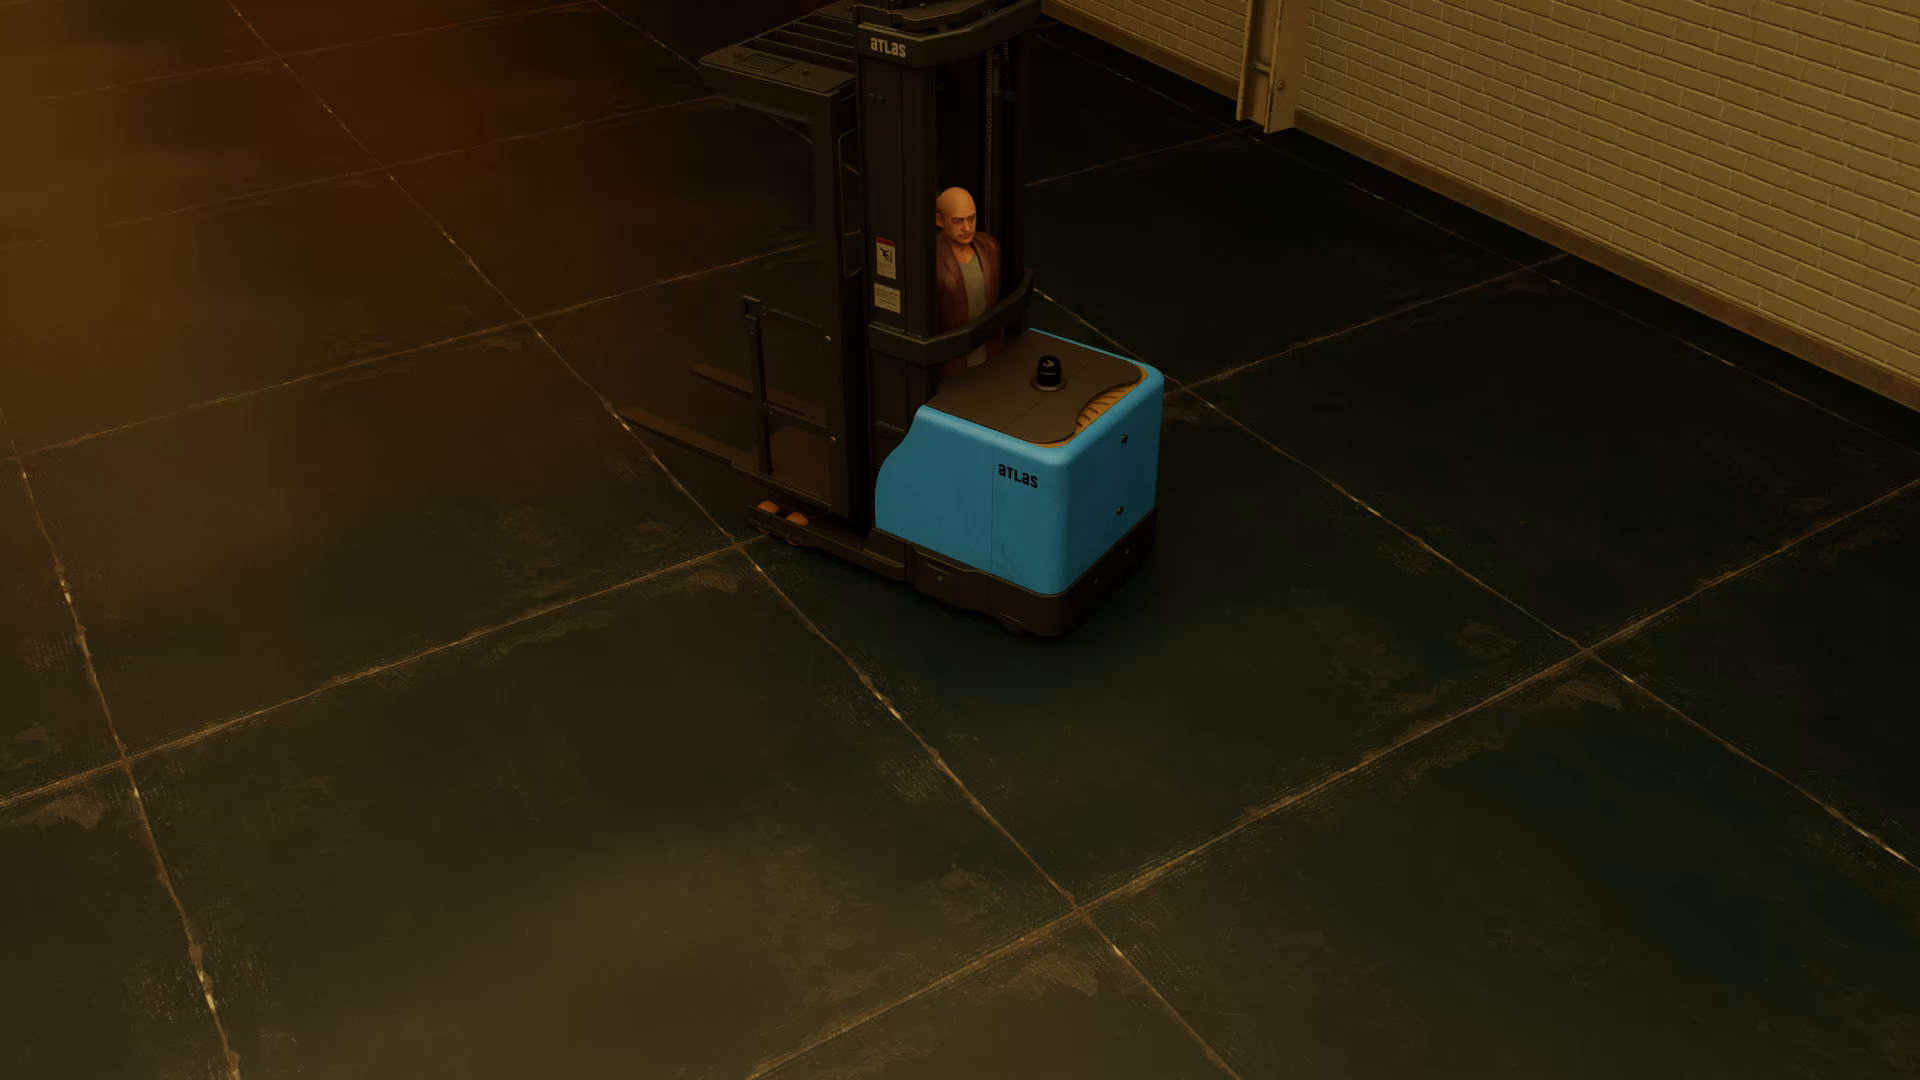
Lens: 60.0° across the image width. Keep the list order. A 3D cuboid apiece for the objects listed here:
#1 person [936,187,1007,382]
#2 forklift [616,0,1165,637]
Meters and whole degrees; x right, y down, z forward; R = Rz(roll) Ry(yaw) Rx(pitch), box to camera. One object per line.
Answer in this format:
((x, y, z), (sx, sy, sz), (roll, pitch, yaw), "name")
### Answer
((0.002, -0.893, 8.068), (0.564, 1.705, 0.324), (-21, 40, -27), "person")
((-0.500, -1.399, 8.138), (3.031, 2.935, 1.130), (22, 41, 28), "forklift")
